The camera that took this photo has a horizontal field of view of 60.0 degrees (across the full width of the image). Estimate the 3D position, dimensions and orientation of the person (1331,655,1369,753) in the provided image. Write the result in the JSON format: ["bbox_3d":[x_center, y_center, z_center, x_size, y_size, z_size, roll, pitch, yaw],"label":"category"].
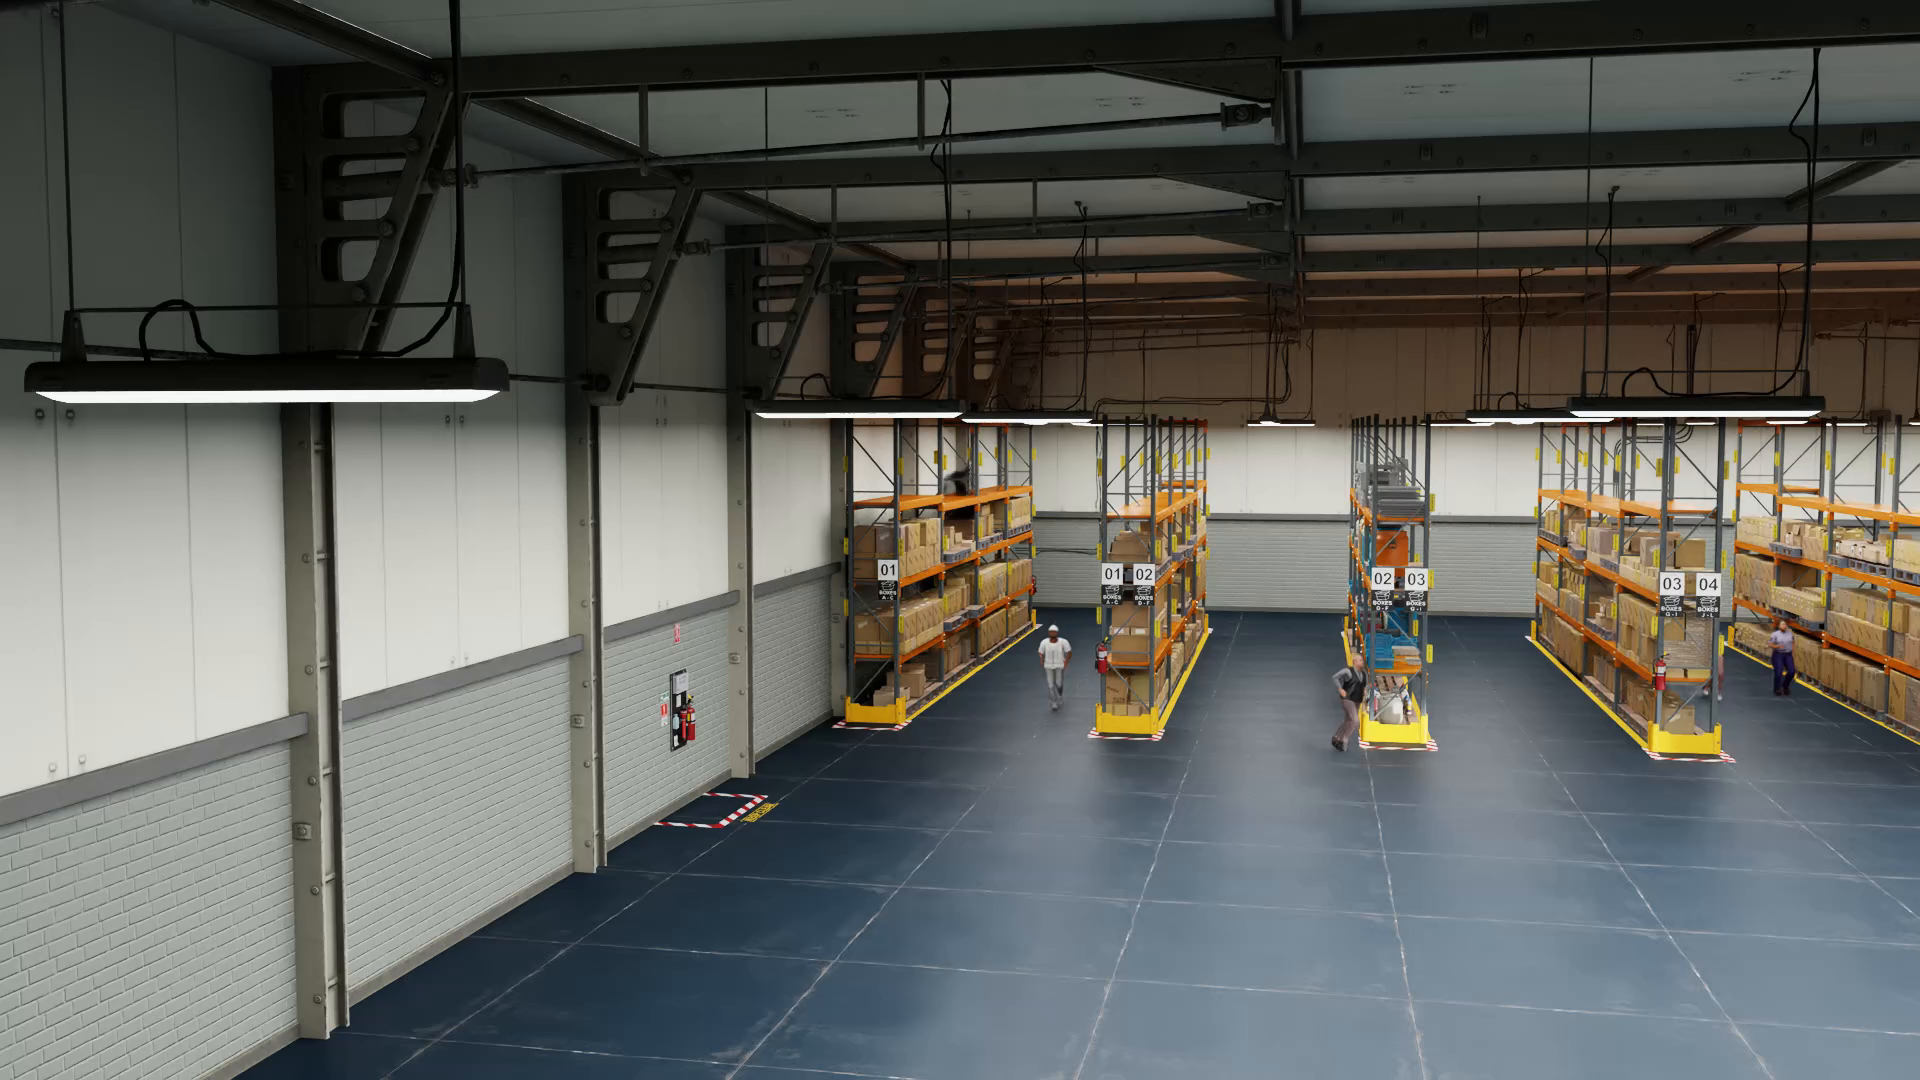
[{"bbox_3d":[6.981,2.910,29.673,0.688,1.732,0.657,-3,5,-36],"label":"person"}]

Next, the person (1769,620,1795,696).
[{"bbox_3d":[17.663,2.540,35.656,0.587,1.640,0.610,1,4,9],"label":"person"}]

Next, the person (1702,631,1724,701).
[{"bbox_3d":[15.984,2.531,35.319,0.560,1.729,0.782,1,4,8],"label":"person"}]

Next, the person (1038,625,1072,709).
[{"bbox_3d":[1.920,2.596,33.915,0.674,1.721,0.569,1,4,11],"label":"person"}]
